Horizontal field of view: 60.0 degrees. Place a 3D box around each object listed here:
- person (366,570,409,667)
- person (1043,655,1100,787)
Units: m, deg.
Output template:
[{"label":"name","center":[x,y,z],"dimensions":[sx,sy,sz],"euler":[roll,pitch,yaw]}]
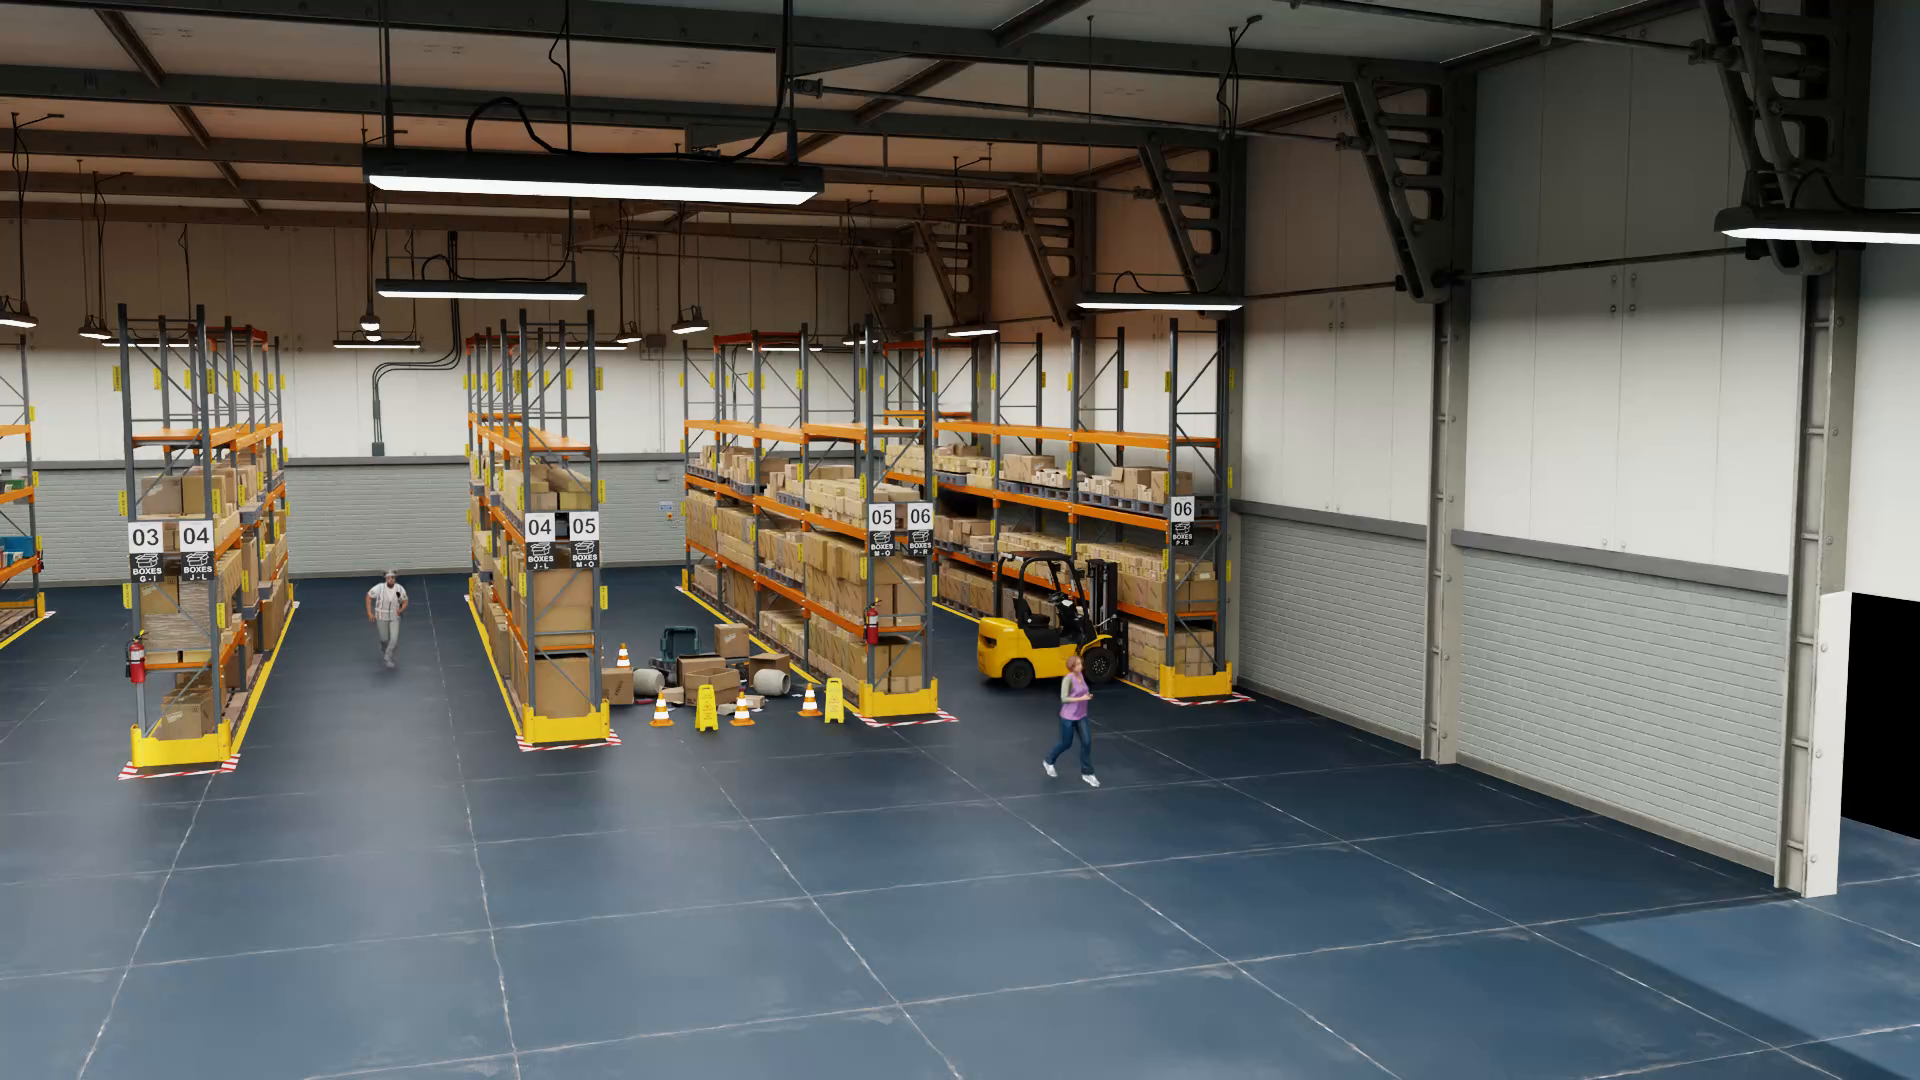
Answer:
[{"label":"person","center":[-10.113,1.375,29.407],"dimensions":[0.702,1.739,0.705],"euler":[-3,6,-27]},{"label":"person","center":[1.392,2.224,20.697],"dimensions":[0.830,1.610,0.575],"euler":[5,7,40]}]
